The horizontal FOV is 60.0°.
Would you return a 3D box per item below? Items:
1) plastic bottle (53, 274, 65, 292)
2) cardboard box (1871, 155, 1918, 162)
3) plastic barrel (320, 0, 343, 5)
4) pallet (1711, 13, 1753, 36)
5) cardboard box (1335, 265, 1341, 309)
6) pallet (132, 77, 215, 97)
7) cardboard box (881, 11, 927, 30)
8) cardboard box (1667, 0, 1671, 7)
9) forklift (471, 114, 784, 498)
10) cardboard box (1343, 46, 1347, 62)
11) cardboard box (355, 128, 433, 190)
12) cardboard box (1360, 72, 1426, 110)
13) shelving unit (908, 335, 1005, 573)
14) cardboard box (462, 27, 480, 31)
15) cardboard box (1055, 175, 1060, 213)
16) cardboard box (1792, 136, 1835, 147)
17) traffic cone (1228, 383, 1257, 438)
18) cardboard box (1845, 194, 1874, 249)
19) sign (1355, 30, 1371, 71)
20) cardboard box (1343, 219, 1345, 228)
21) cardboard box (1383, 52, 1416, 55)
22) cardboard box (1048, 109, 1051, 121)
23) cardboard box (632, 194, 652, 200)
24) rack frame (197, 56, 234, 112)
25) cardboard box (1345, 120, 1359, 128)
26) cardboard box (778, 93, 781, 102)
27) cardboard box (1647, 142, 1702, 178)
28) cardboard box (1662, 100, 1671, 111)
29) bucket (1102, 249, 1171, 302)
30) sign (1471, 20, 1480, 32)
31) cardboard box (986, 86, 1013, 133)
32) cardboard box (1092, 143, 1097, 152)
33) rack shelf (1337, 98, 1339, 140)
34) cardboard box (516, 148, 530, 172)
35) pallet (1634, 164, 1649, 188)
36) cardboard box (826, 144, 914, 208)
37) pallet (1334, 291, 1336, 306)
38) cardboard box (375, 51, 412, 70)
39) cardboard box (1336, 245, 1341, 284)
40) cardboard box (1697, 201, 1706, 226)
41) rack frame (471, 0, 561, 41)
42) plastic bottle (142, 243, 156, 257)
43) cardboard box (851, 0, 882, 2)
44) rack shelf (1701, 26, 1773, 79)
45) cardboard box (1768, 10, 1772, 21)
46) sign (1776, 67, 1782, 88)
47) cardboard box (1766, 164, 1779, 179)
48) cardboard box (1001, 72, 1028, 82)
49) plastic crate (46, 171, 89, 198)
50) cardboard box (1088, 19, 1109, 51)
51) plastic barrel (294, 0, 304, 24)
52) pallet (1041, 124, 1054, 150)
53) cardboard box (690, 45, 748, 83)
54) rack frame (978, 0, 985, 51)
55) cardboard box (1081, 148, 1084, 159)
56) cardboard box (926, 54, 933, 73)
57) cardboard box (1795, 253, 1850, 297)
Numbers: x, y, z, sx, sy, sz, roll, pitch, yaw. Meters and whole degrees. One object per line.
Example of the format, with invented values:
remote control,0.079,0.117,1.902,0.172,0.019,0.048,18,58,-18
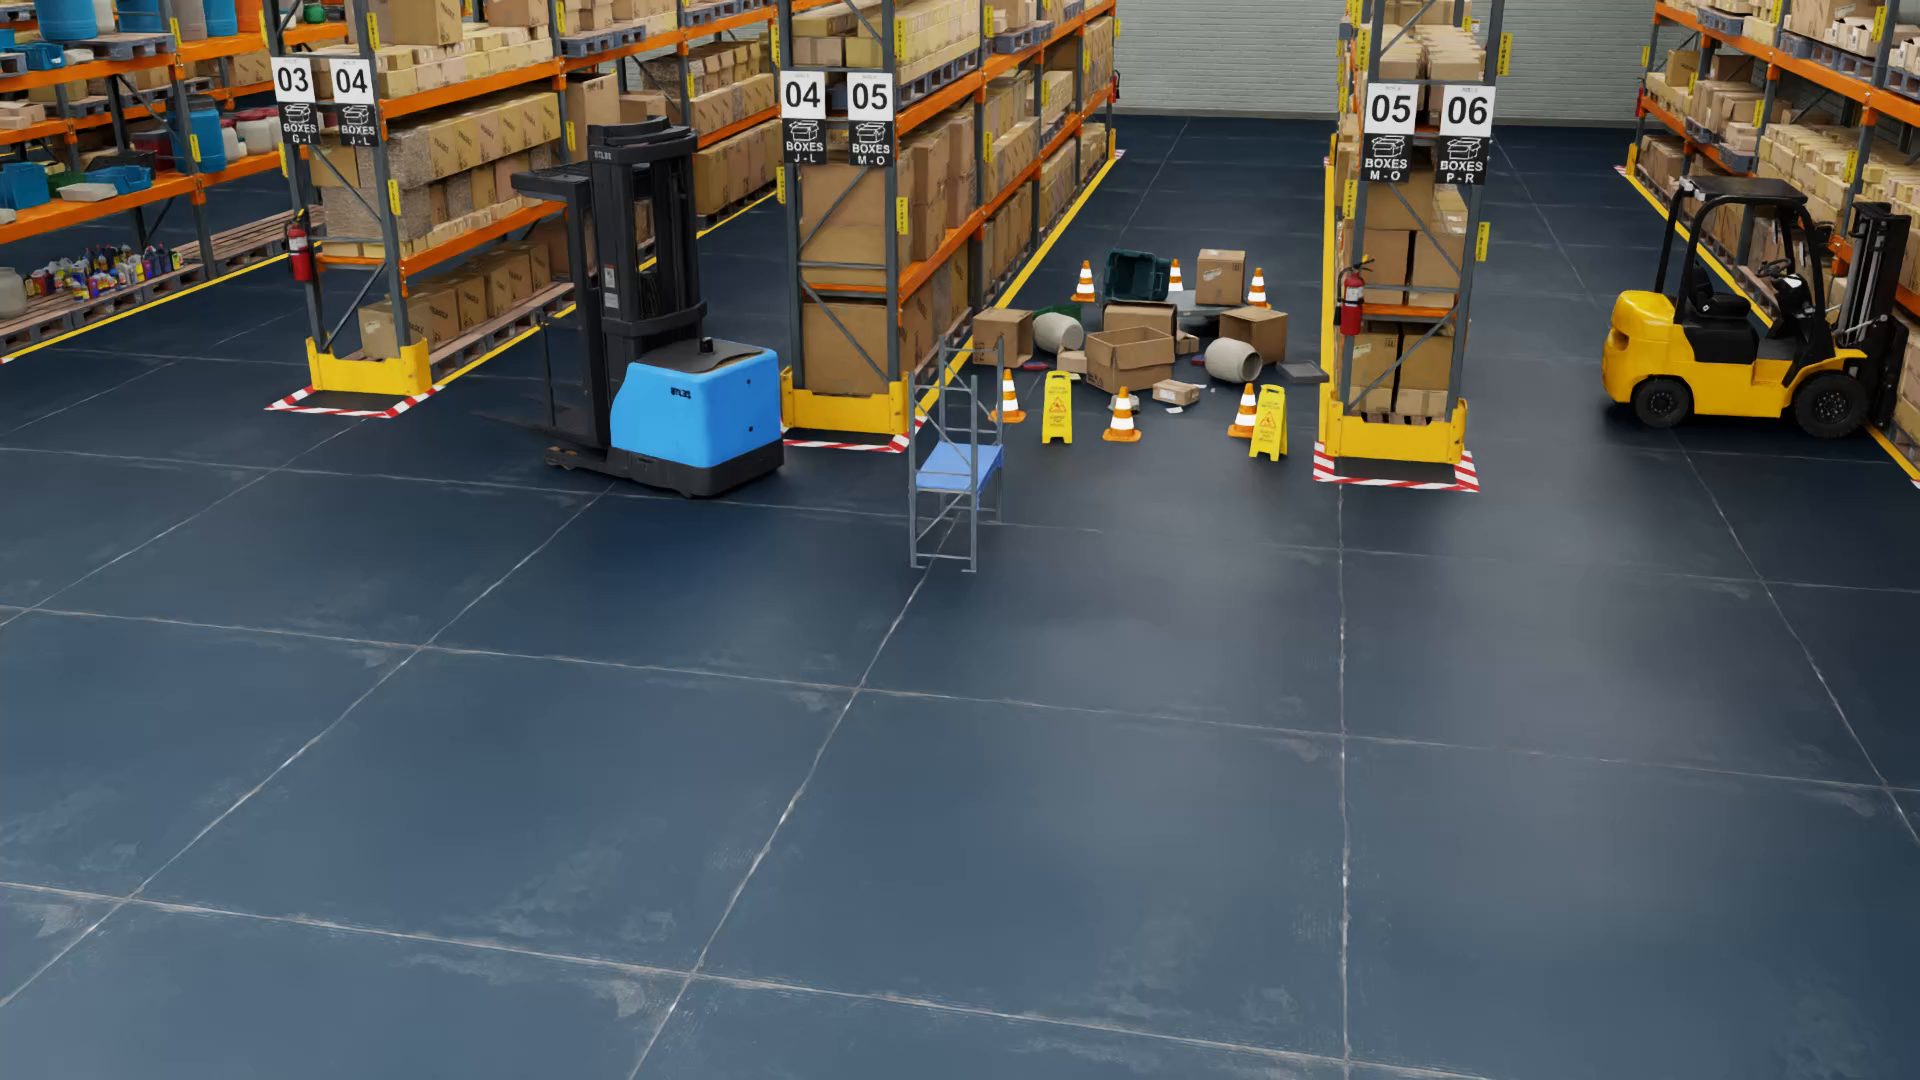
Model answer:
plastic bottle,-10.558,-3.011,19.471,0.097,0.201,0.097,0,22,0
cardboard box,10.038,-4.043,17.876,0.380,0.149,0.250,4,22,11
plastic barrel,-8.985,-8.180,23.997,0.600,0.830,0.708,4,22,11
pallet,10.712,-6.832,22.038,1.213,0.211,1.003,4,22,11
cardboard box,4.246,-2.663,17.566,0.500,0.500,0.500,6,23,13
pallet,-13.406,-7.656,28.105,1.003,0.211,1.213,4,22,11
cardboard box,-0.516,-4.730,15.141,0.380,0.149,0.250,5,22,11
cardboard box,11.398,-8.505,26.278,0.380,0.149,0.250,5,22,12
forklift,-3.021,-2.112,14.174,3.031,2.935,1.130,14,26,31
cardboard box,6.089,-7.221,25.296,0.500,0.500,0.500,4,22,10
cardboard box,-5.508,-3.712,16.186,0.500,0.500,0.500,4,22,11
cardboard box,3.655,-3.796,14.051,0.500,0.250,0.500,4,22,10
shelving unit,-0.017,-0.664,12.496,0.538,1.500,1.048,4,22,11
cardboard box,-5.503,-5.558,18.290,0.380,0.149,0.250,5,22,11
cardboard box,1.174,-5.041,24.140,0.500,0.500,0.500,4,22,10
cardboard box,9.810,-4.546,19.124,0.380,0.149,0.250,5,22,11
traffic cone,2.639,-1.207,15.232,0.336,0.463,0.334,4,22,11
cardboard box,9.144,-3.118,16.447,0.500,0.500,0.500,4,22,9
sign,3.275,-3.980,13.521,0.100,0.325,0.005,4,22,11
cardboard box,4.252,-3.384,17.577,0.380,0.149,0.250,4,22,11
cardboard box,3.719,-4.106,14.286,0.380,0.149,0.250,4,22,10
cardboard box,1.084,-6.014,23.546,0.380,0.149,0.250,5,23,13
cardboard box,-4.460,-4.760,22.411,0.500,0.250,0.500,7,23,17
rack frame,-13.136,-8.029,28.775,1.000,3.000,0.127,4,22,11
cardboard box,4.203,-3.910,16.676,0.700,0.500,0.500,5,22,11
cardboard box,-3.053,-7.239,27.149,0.380,0.149,0.250,5,22,11
cardboard box,11.509,-6.112,26.799,0.700,0.500,0.500,5,23,13
cardboard box,11.258,-6.822,26.113,0.380,0.149,0.250,5,22,12
bucket,1.993,-2.893,18.368,0.726,0.611,0.620,13,15,29
sign,10.222,-10.294,33.292,0.339,0.242,0.001,4,22,11
cardboard box,0.274,-5.369,20.696,0.700,0.500,0.500,4,22,10
cardboard box,2.116,-6.643,28.189,0.380,0.149,0.250,6,23,14
rack shelf,6.671,-6.915,26.971,1.077,0.370,4.000,4,22,11
cardboard box,-5.360,-4.191,18.713,0.875,0.500,0.500,4,22,11
pallet,11.762,-5.990,27.444,1.003,0.211,1.213,4,22,11
cardboard box,-0.917,-3.380,15.585,0.875,0.550,0.550,4,22,11
pallet,4.788,-2.583,18.984,1.003,0.211,1.213,4,22,11
cardboard box,-5.457,-4.561,15.816,0.380,0.149,0.250,5,22,12
cardboard box,5.019,-3.277,19.930,0.950,0.372,0.625,5,23,13
cardboard box,10.599,-4.638,23.138,0.500,0.500,0.500,4,22,9
rack frame,-5.071,-7.130,18.511,1.000,3.000,0.127,4,22,11
plastic bottle,-9.910,-3.453,20.369,0.144,0.351,0.185,4,22,11
cardboard box,-0.902,-5.245,16.419,0.380,0.149,0.250,4,22,11
rack shelf,10.715,-6.466,21.842,1.077,0.370,4.000,4,22,11
cardboard box,10.294,-6.519,20.678,0.380,0.149,0.250,5,22,12
sign,11.667,-6.636,23.766,0.100,0.325,0.005,4,22,11
cardboard box,9.869,-4.280,19.667,0.500,0.250,0.500,4,22,10
cardboard box,0.815,-7.000,25.198,0.380,0.149,0.250,5,22,12
plastic crate,-10.473,-4.151,19.429,0.450,0.188,0.662,4,22,11
cardboard box,2.259,-8.597,28.314,0.500,0.500,0.500,4,22,9
plastic barrel,-9.467,-7.540,23.396,0.421,0.512,0.421,0,22,0
pallet,0.621,-5.574,22.936,1.213,0.211,1.003,4,22,11
cardboard box,-3.712,-7.300,25.487,0.797,0.503,0.637,5,22,12
rack frame,-0.236,-6.715,17.480,1.000,3.000,0.127,4,22,11
cardboard box,1.784,-6.212,26.721,0.380,0.149,0.250,6,23,14
cardboard box,-0.463,-4.455,15.526,0.380,0.149,0.250,5,22,11
cardboard box,9.752,-2.783,18.364,0.875,0.625,0.625,4,22,10
